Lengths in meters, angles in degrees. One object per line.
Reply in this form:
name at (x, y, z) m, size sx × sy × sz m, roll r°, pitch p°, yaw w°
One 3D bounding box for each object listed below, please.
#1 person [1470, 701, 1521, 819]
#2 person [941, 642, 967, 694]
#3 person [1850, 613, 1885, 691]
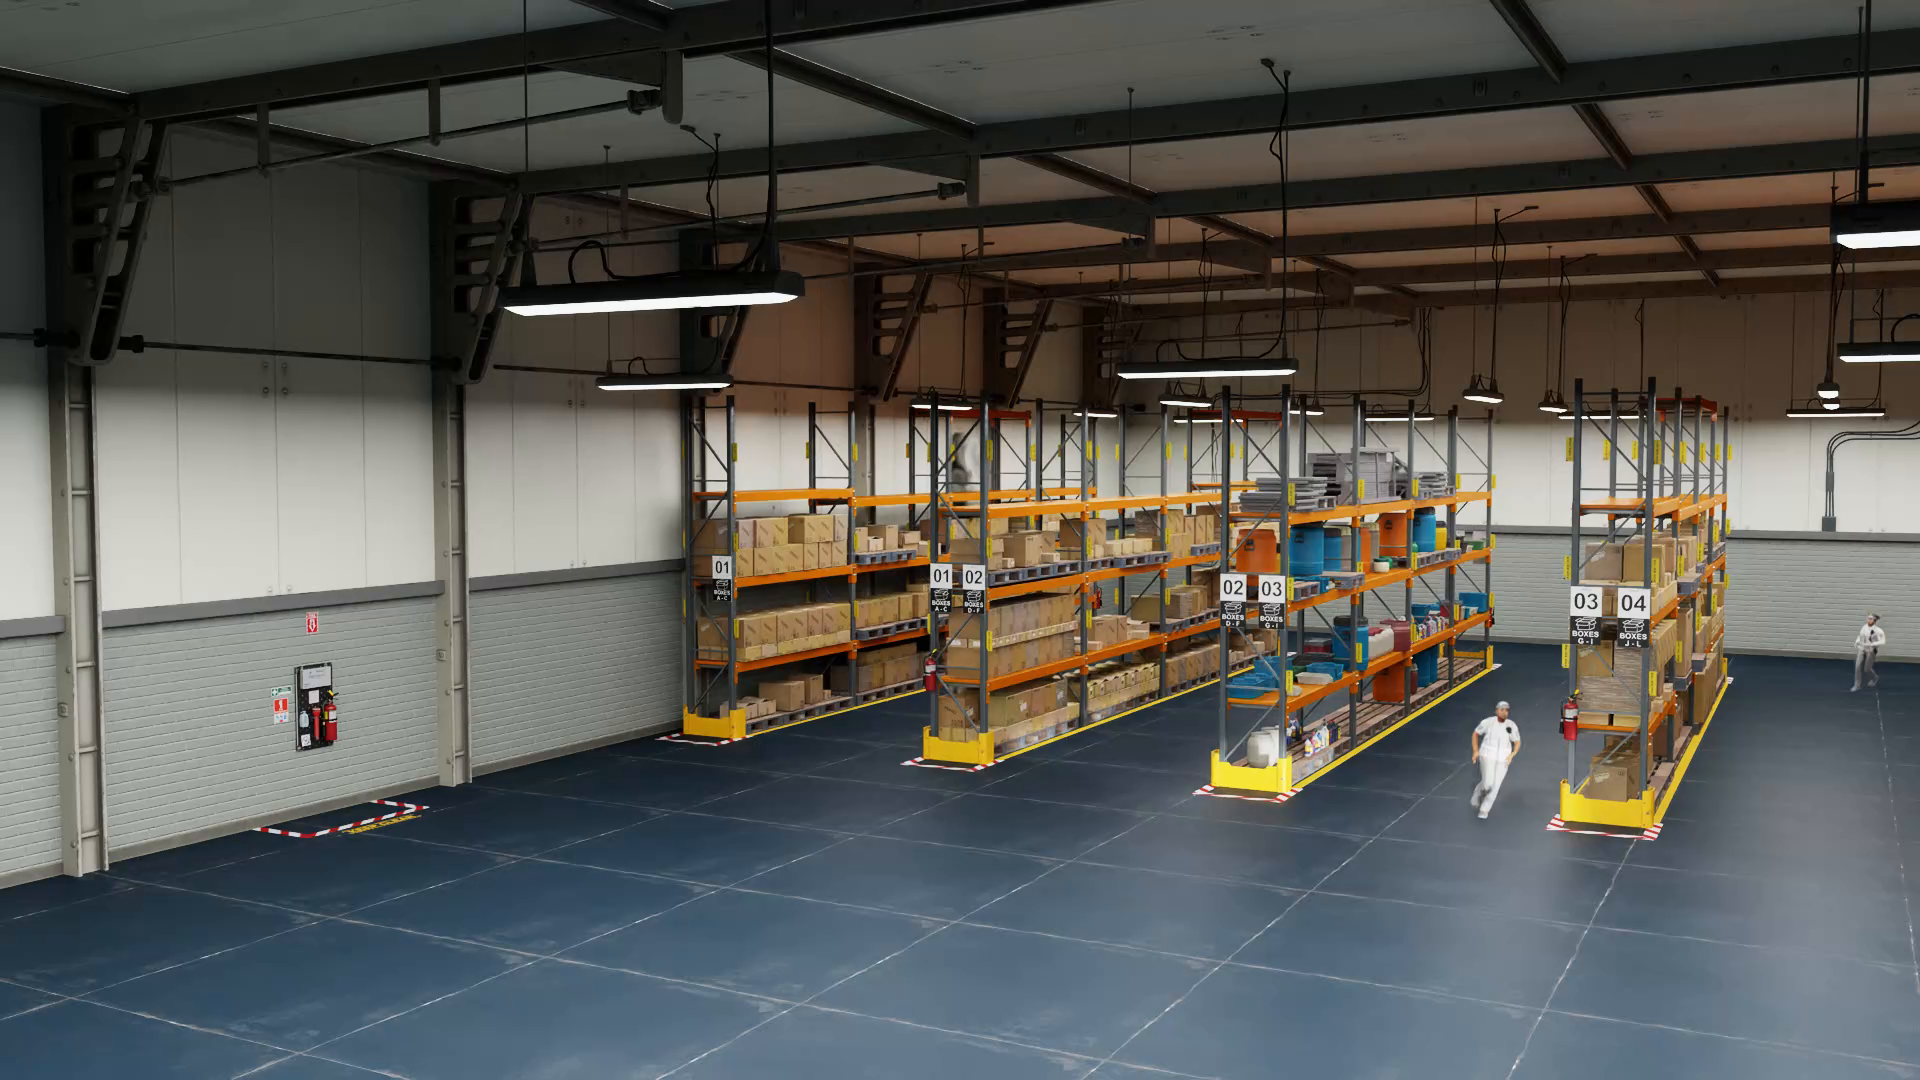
person at (7.345, 3.009, 22.749) m, size 0.636 × 1.595 × 0.512 m, roll 0°, pitch 3°, yaw 9°
person at (-0.071, 2.534, 31.322) m, size 0.649 × 1.649 × 0.745 m, roll 0°, pitch 3°, yaw 8°
person at (19.115, 2.353, 34.922) m, size 0.764 × 1.676 × 0.659 m, roll -1°, pitch 3°, yaw -26°
